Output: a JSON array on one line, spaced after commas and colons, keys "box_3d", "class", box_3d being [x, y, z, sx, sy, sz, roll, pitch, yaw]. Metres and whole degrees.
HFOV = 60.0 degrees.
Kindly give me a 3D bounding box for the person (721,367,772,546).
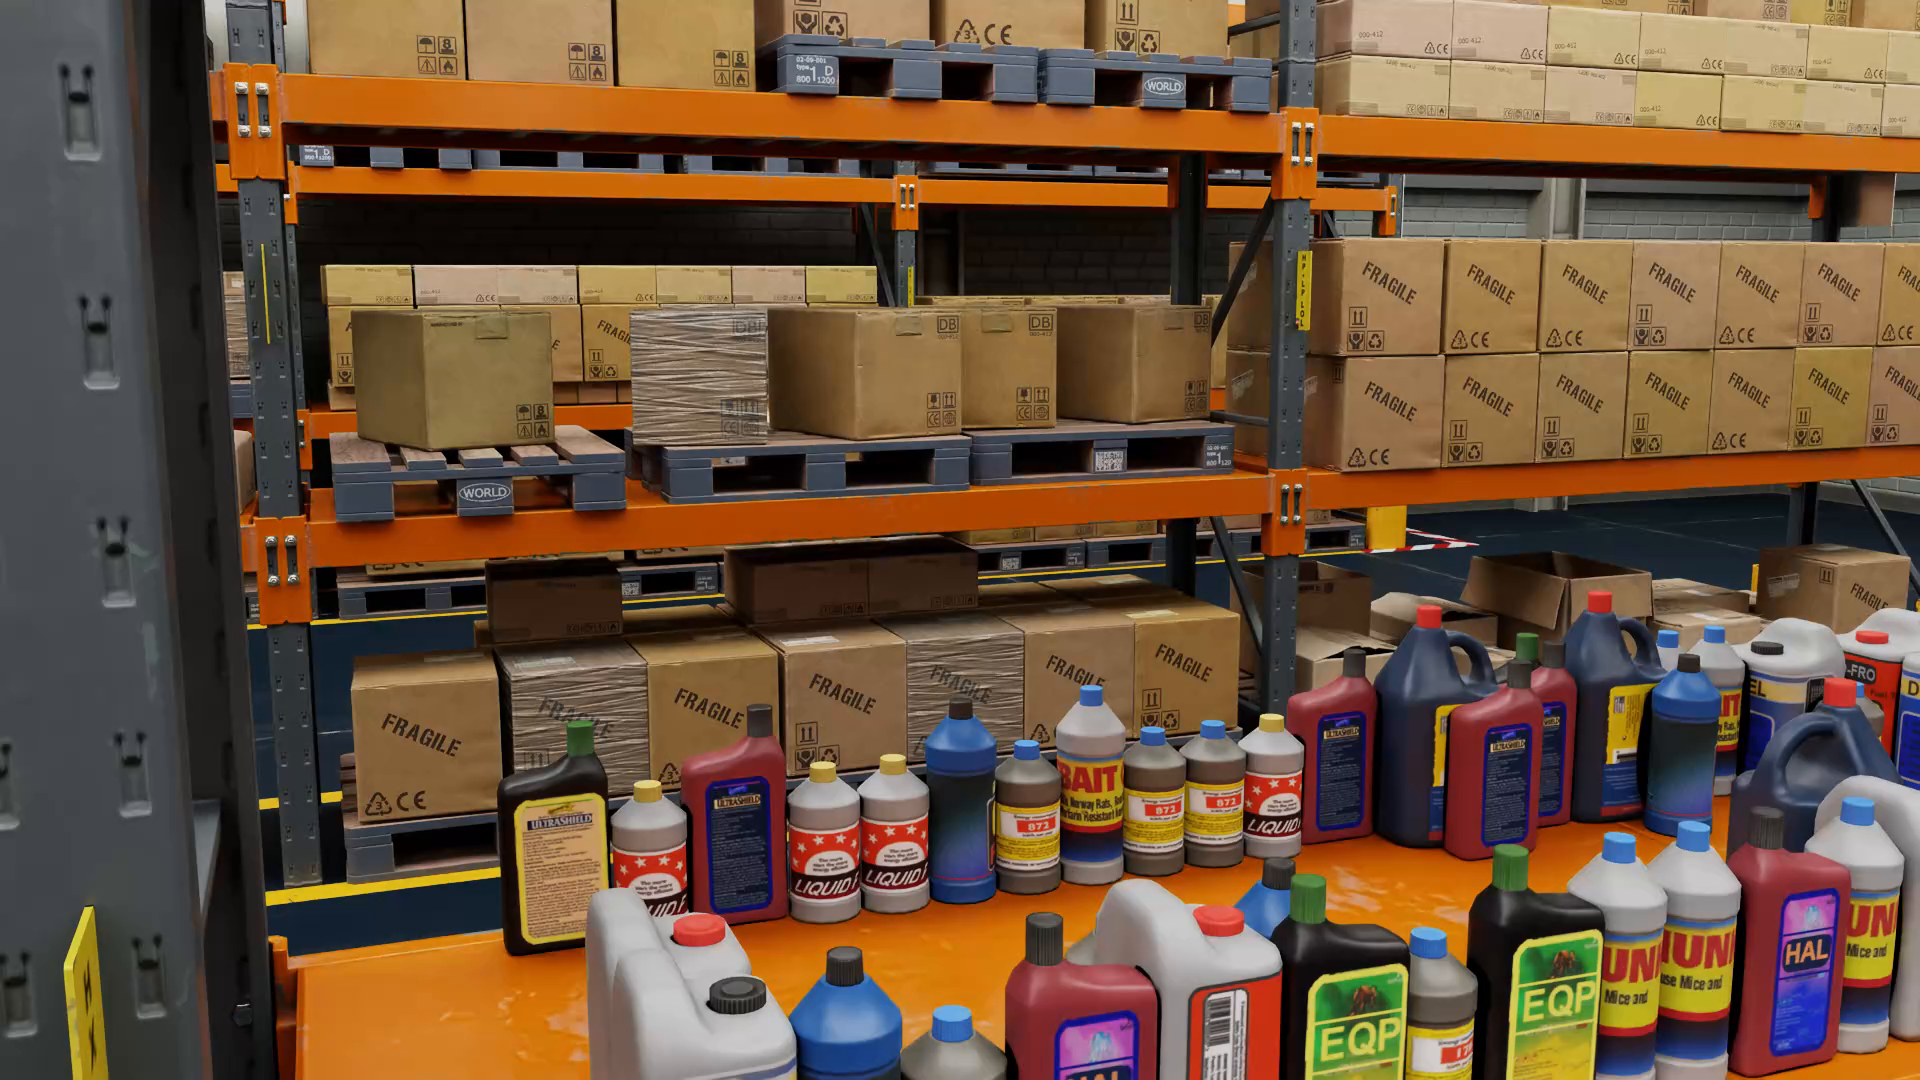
[{"box_3d": [-1.188, -0.162, 9.395, 0.335, 1.719, 0.479, -3, 10, -20], "class": "person"}]
